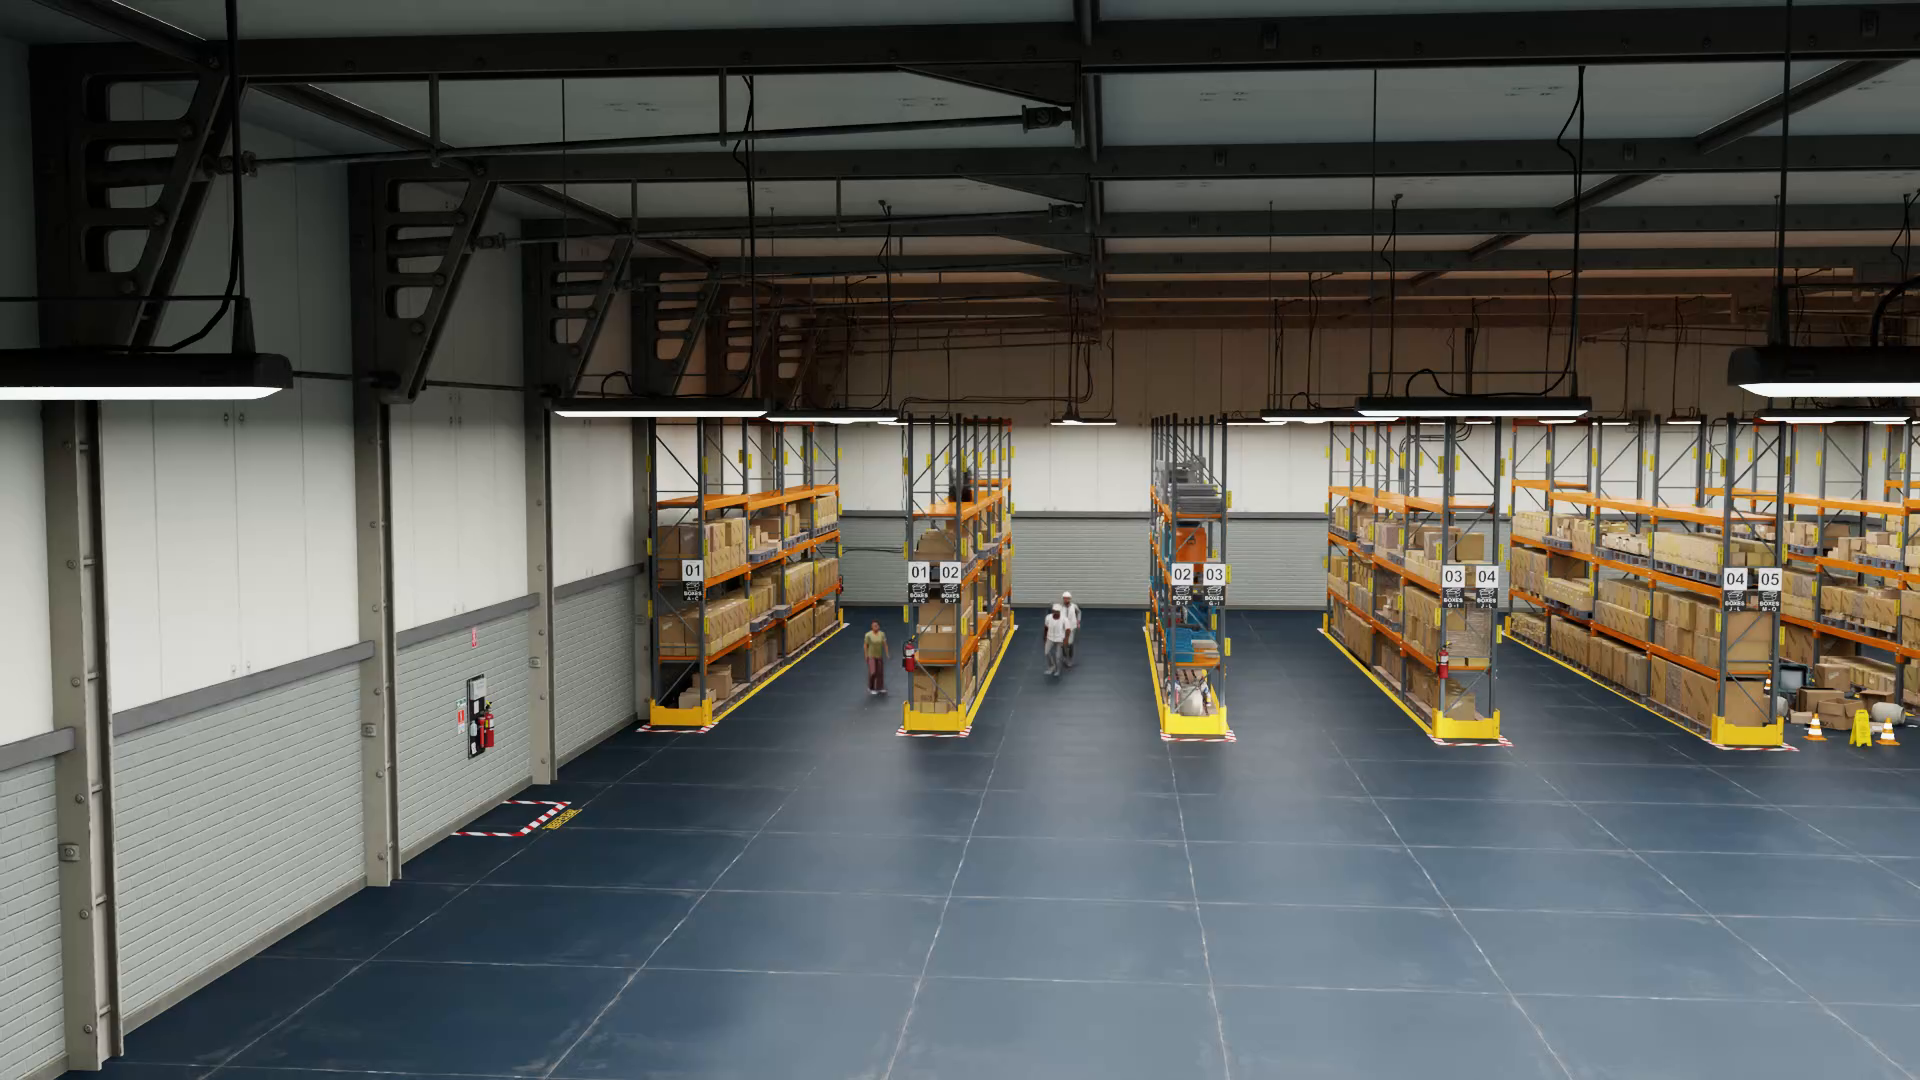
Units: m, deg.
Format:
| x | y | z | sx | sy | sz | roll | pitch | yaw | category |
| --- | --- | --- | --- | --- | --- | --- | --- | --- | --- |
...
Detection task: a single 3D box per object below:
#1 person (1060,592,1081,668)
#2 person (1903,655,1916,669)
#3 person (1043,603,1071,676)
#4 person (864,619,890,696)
| x | y | z | sx | sy | sz | roll | pitch | yaw | category |
| --- | --- | --- | --- | --- | --- | --- | --- | --- | --- |
| 2.582 | 2.151 | 40.008 | 0.629 | 1.825 | 0.831 | 1 | 4 | 8 | person |
| 22.136 | 2.296 | 38.523 | 0.649 | 1.686 | 0.847 | -1 | 4 | -10 | person |
| 2.210 | 2.287 | 38.157 | 0.694 | 1.706 | 0.735 | 1 | 4 | 14 | person |
| -1.799 | 2.507 | 35.700 | 0.542 | 1.645 | 0.588 | -2 | 4 | -29 | person |
